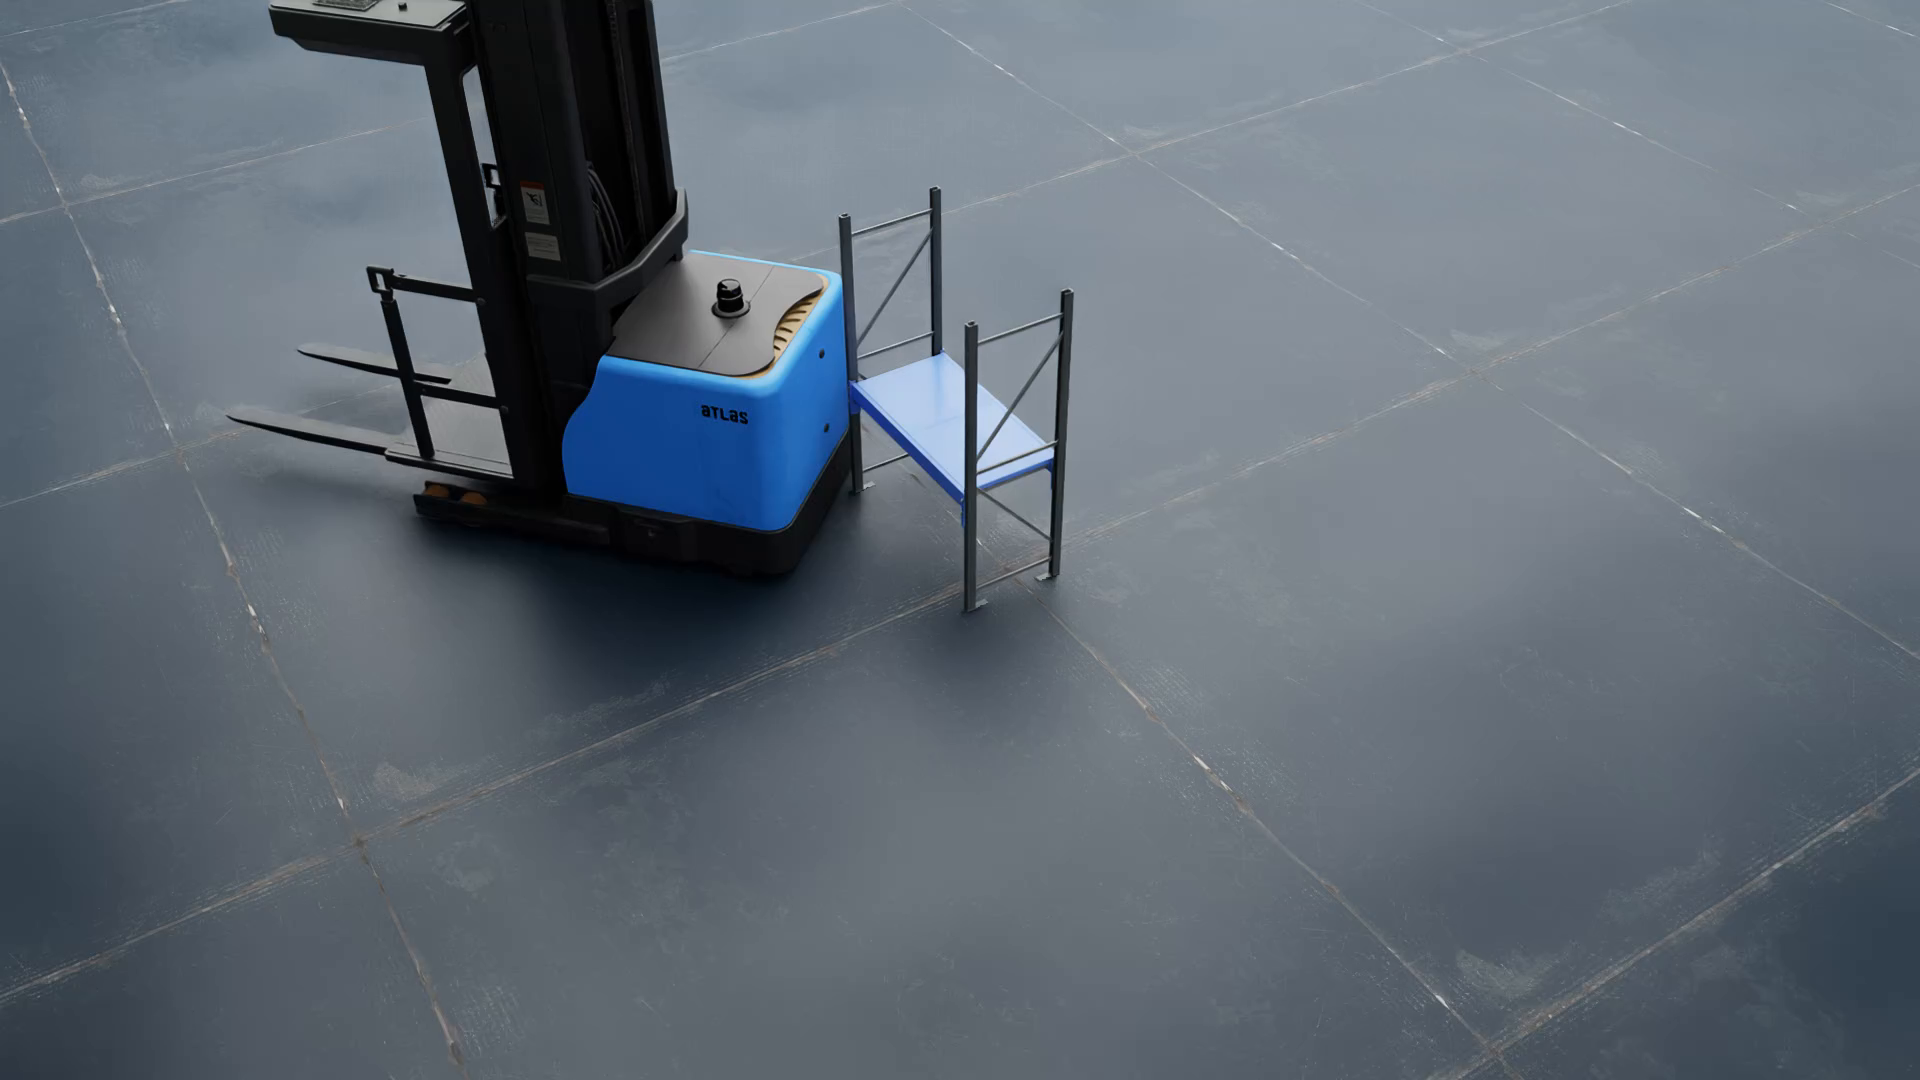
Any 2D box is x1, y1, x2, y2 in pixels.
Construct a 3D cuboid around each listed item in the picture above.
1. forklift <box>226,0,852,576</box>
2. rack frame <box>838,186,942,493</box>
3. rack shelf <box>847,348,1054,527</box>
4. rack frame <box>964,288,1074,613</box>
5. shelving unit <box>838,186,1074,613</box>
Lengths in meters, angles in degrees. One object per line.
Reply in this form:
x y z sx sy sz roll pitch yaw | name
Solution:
-2.076 -1.497 7.318 3.031 2.935 1.130 11 41 13 | forklift
-0.303 -0.895 7.713 0.500 1.500 0.032 -22 45 -24 | rack frame
-0.032 -0.481 7.498 0.538 0.185 1.000 -22 45 -24 | rack shelf
0.238 -0.344 7.052 0.500 1.500 0.032 -22 45 -24 | rack frame
-0.032 -0.620 7.383 0.538 1.500 1.048 -22 45 -24 | shelving unit
